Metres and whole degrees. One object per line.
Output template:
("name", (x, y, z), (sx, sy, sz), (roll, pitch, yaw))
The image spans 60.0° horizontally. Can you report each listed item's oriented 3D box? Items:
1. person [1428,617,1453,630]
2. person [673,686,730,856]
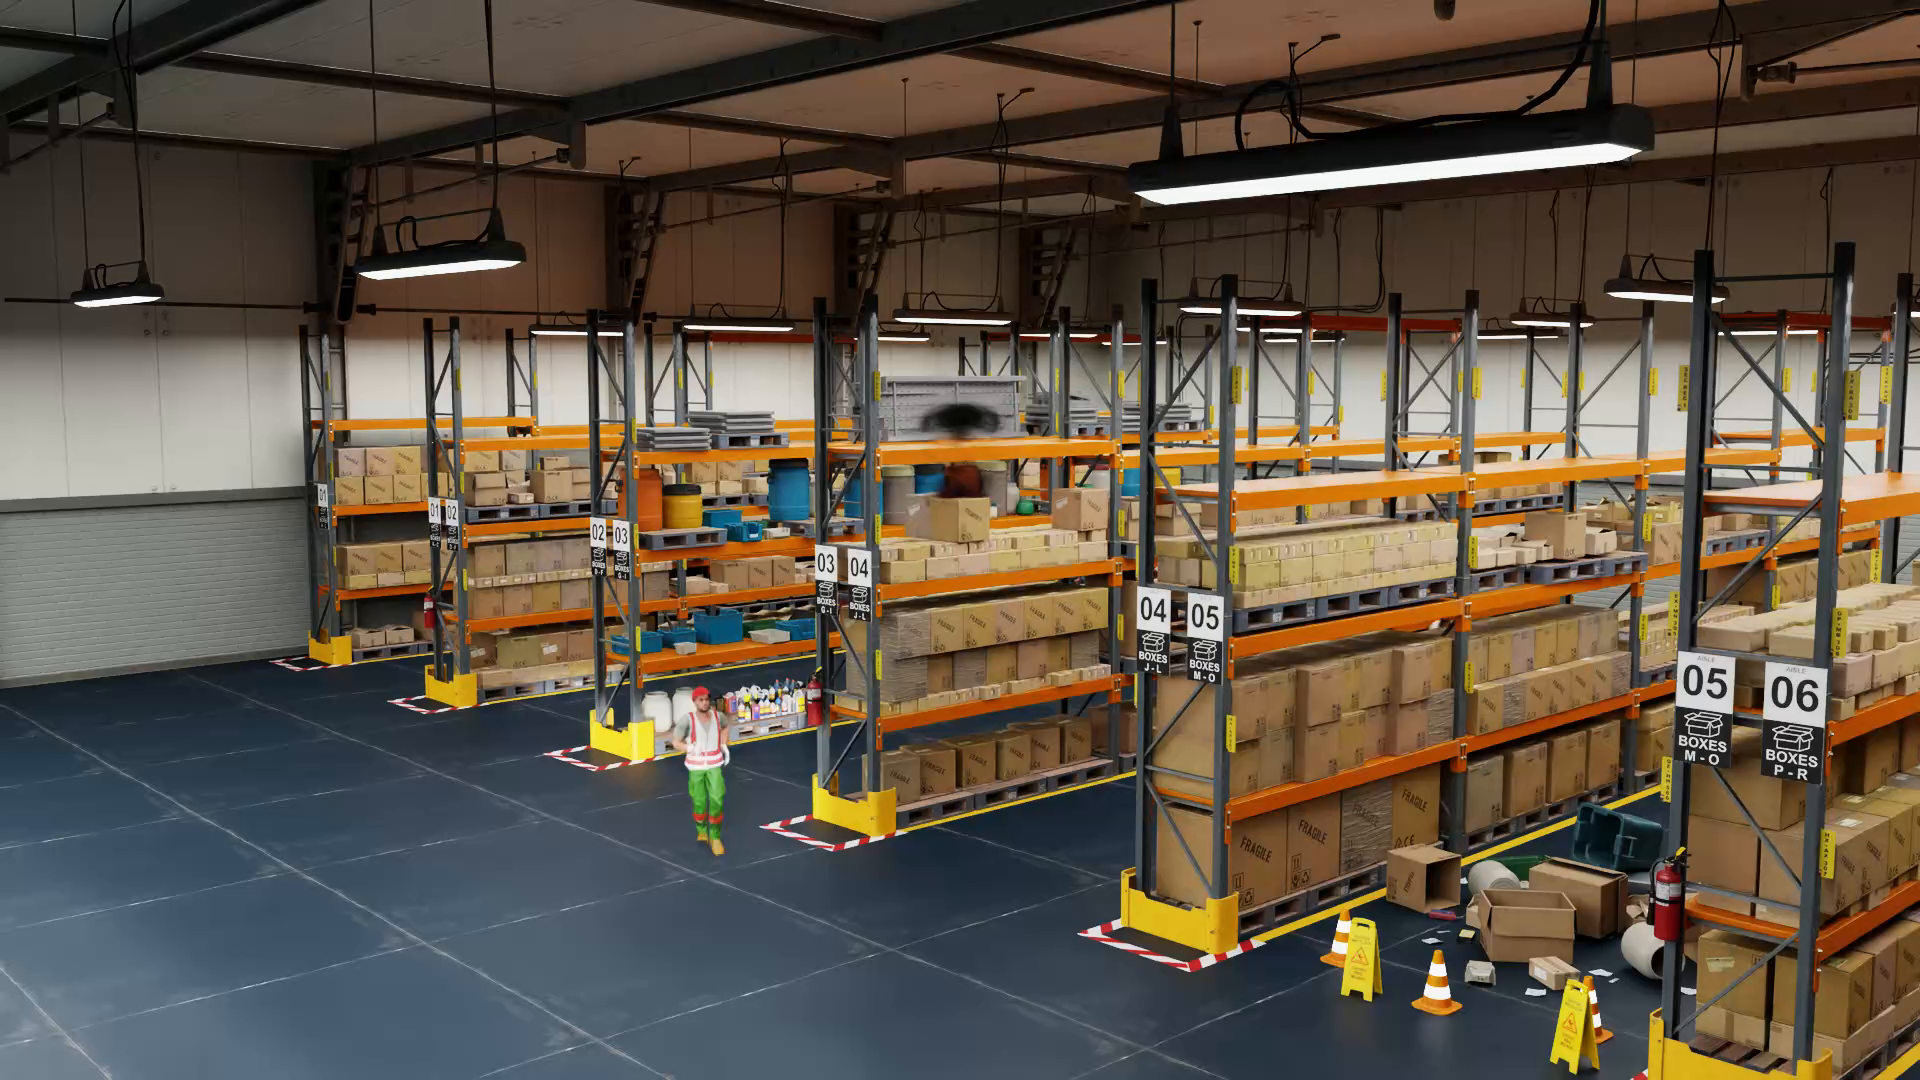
("person", (7.136, 1.815, 24.448), (0.794, 1.784, 0.662), (-5, 8, -42))
("person", (-2.771, 2.476, 17.891), (0.624, 1.827, 0.746), (-1, 6, -12))
